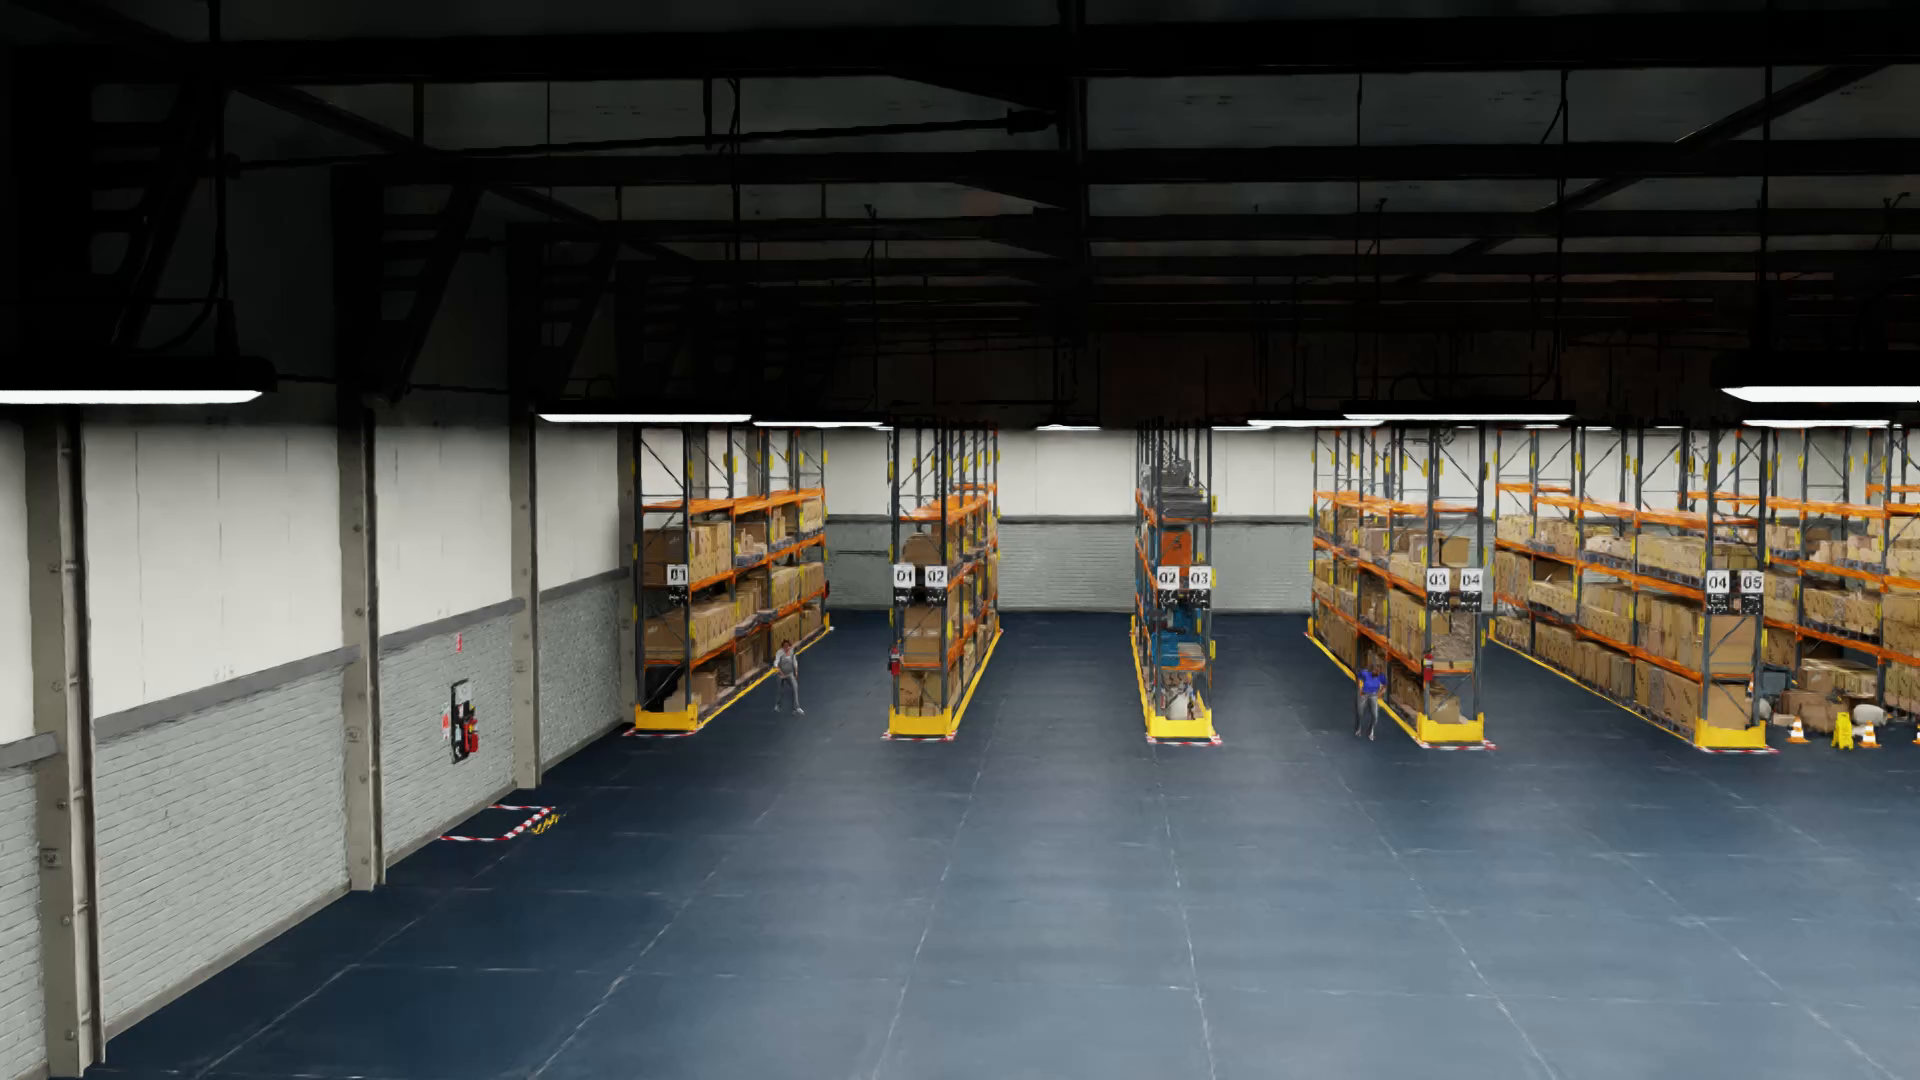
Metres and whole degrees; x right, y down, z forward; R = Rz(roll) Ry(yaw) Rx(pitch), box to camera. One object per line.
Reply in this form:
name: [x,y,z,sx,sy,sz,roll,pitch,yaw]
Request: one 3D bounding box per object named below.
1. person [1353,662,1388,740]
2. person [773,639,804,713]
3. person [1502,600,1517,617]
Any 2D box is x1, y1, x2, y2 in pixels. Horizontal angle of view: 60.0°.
person: [7.690,2.969,31.102,0.601,1.480,0.784,0,4,6]
person: [-3.522,2.744,33.744,0.572,1.533,0.755,-1,4,-16]
person: [15.766,1.722,47.554,0.455,1.773,0.687,-2,4,-29]
